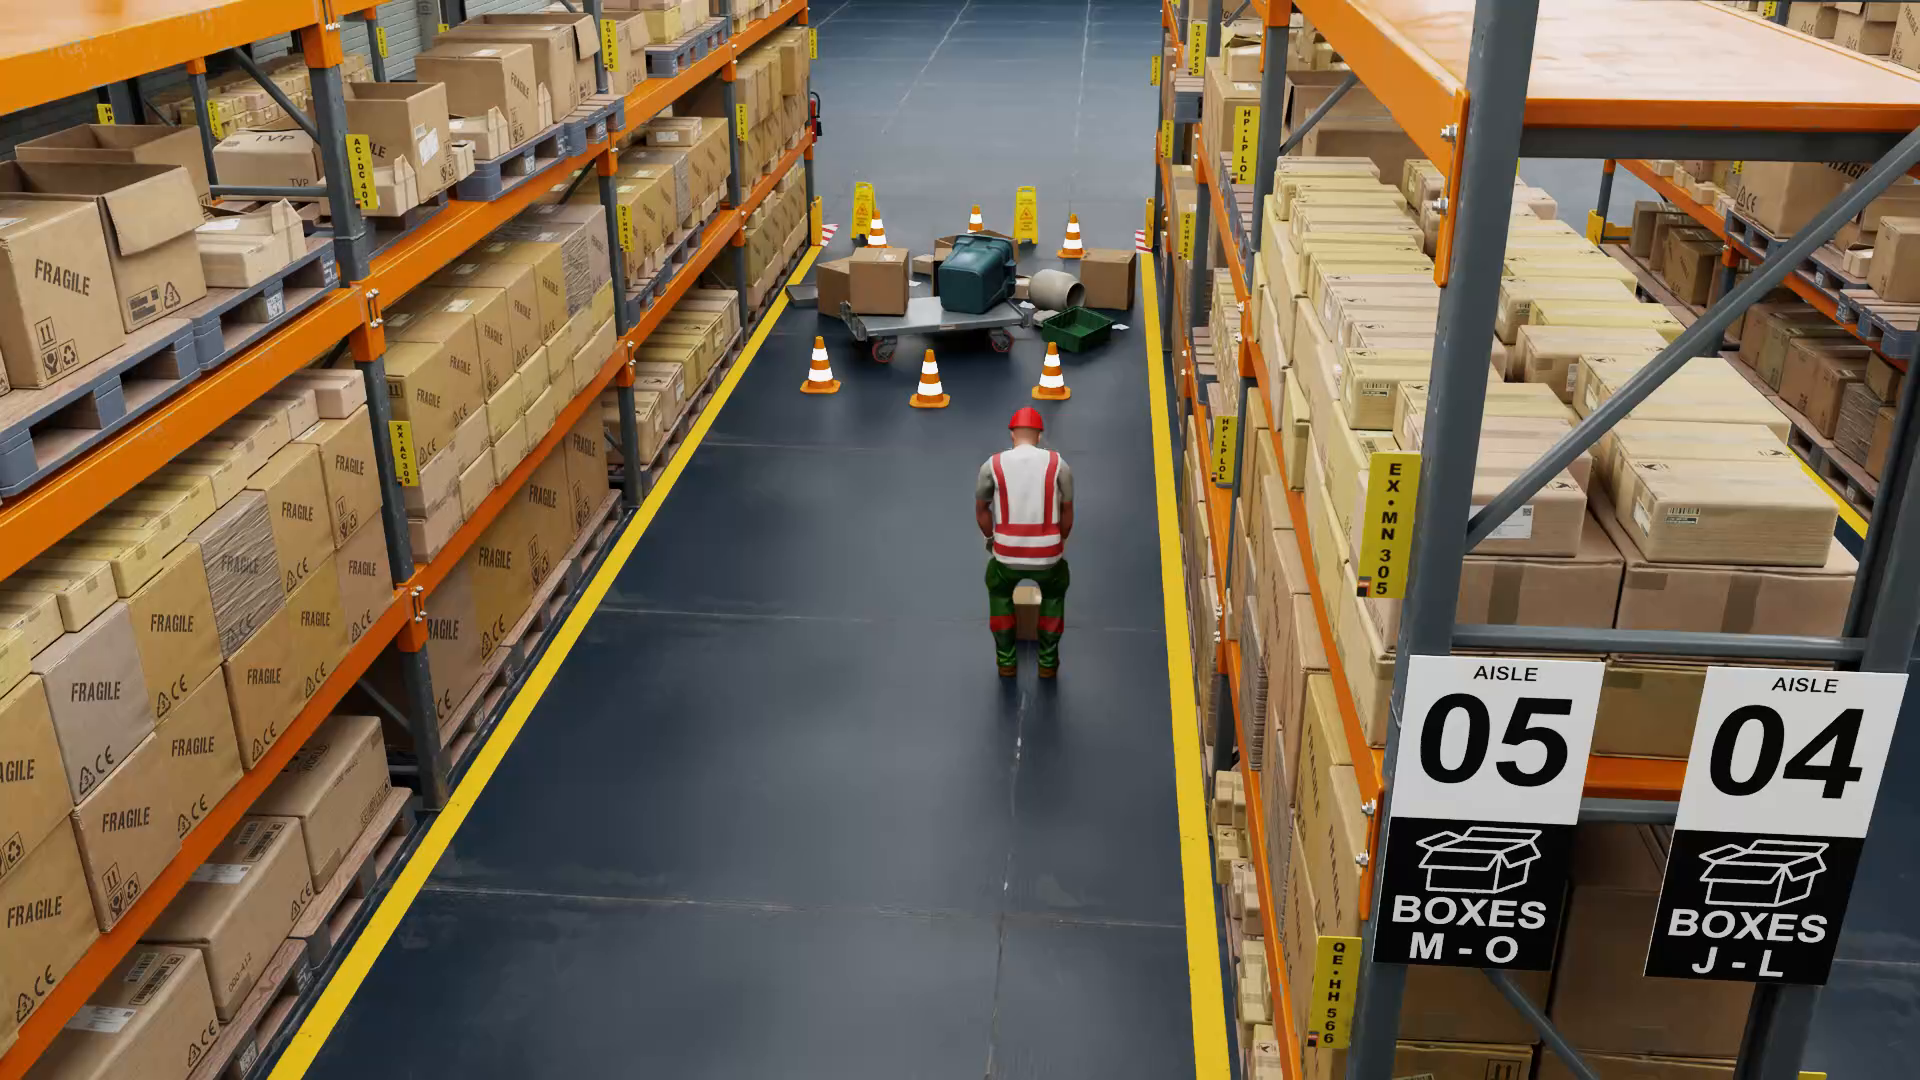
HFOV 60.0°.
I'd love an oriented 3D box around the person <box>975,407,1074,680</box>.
[{"bbox_3d":[0.371,0.033,9.757,0.575,1.580,0.647,2,24,5],"label":"person"}]
